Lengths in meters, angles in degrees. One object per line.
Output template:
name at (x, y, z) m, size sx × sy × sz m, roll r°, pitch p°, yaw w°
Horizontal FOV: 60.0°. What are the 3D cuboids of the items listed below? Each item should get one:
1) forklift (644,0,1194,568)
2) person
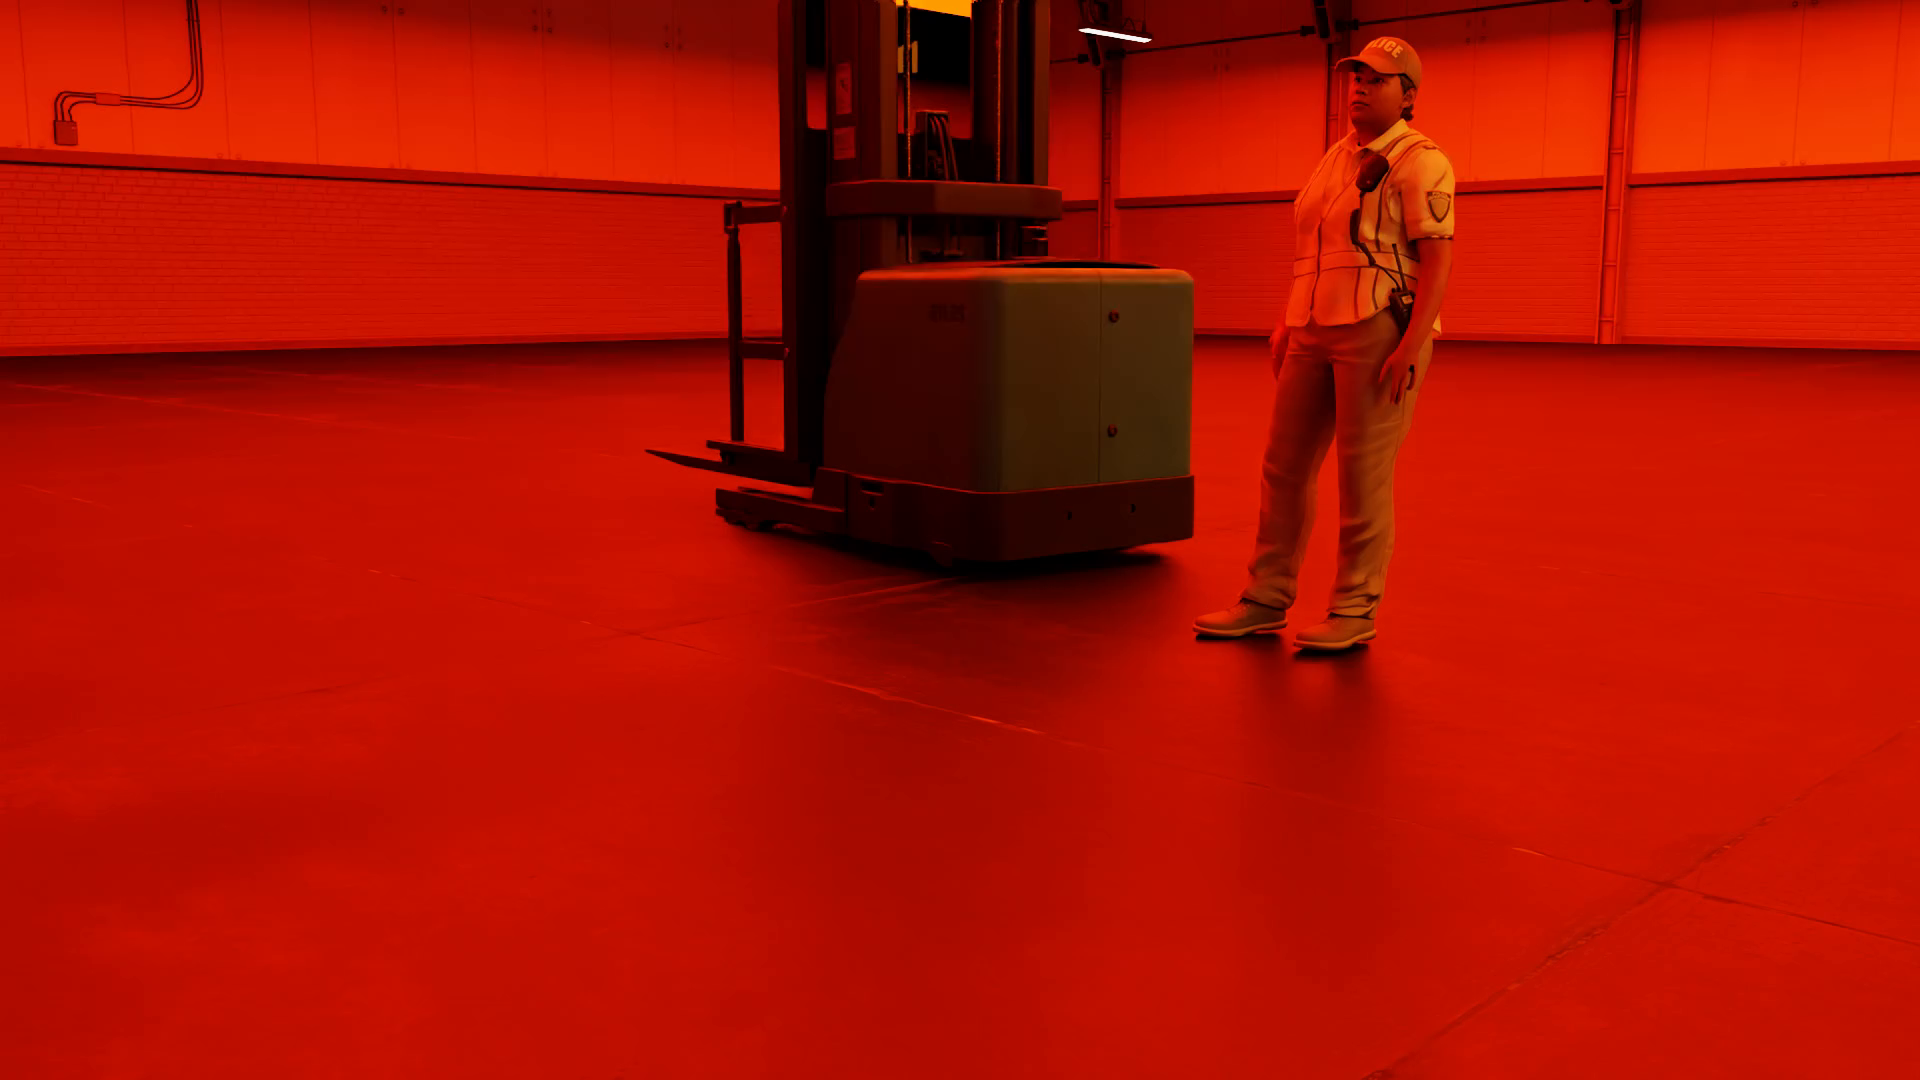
forklift at (-0.391, -1.524, 6.994) m, size 1.130 × 2.935 × 3.031 m, roll -6°, pitch 11°, yaw -36°
person at (1.031, -0.535, 4.624) m, size 0.530 × 1.670 × 0.596 m, roll -5°, pitch 10°, yaw -29°
